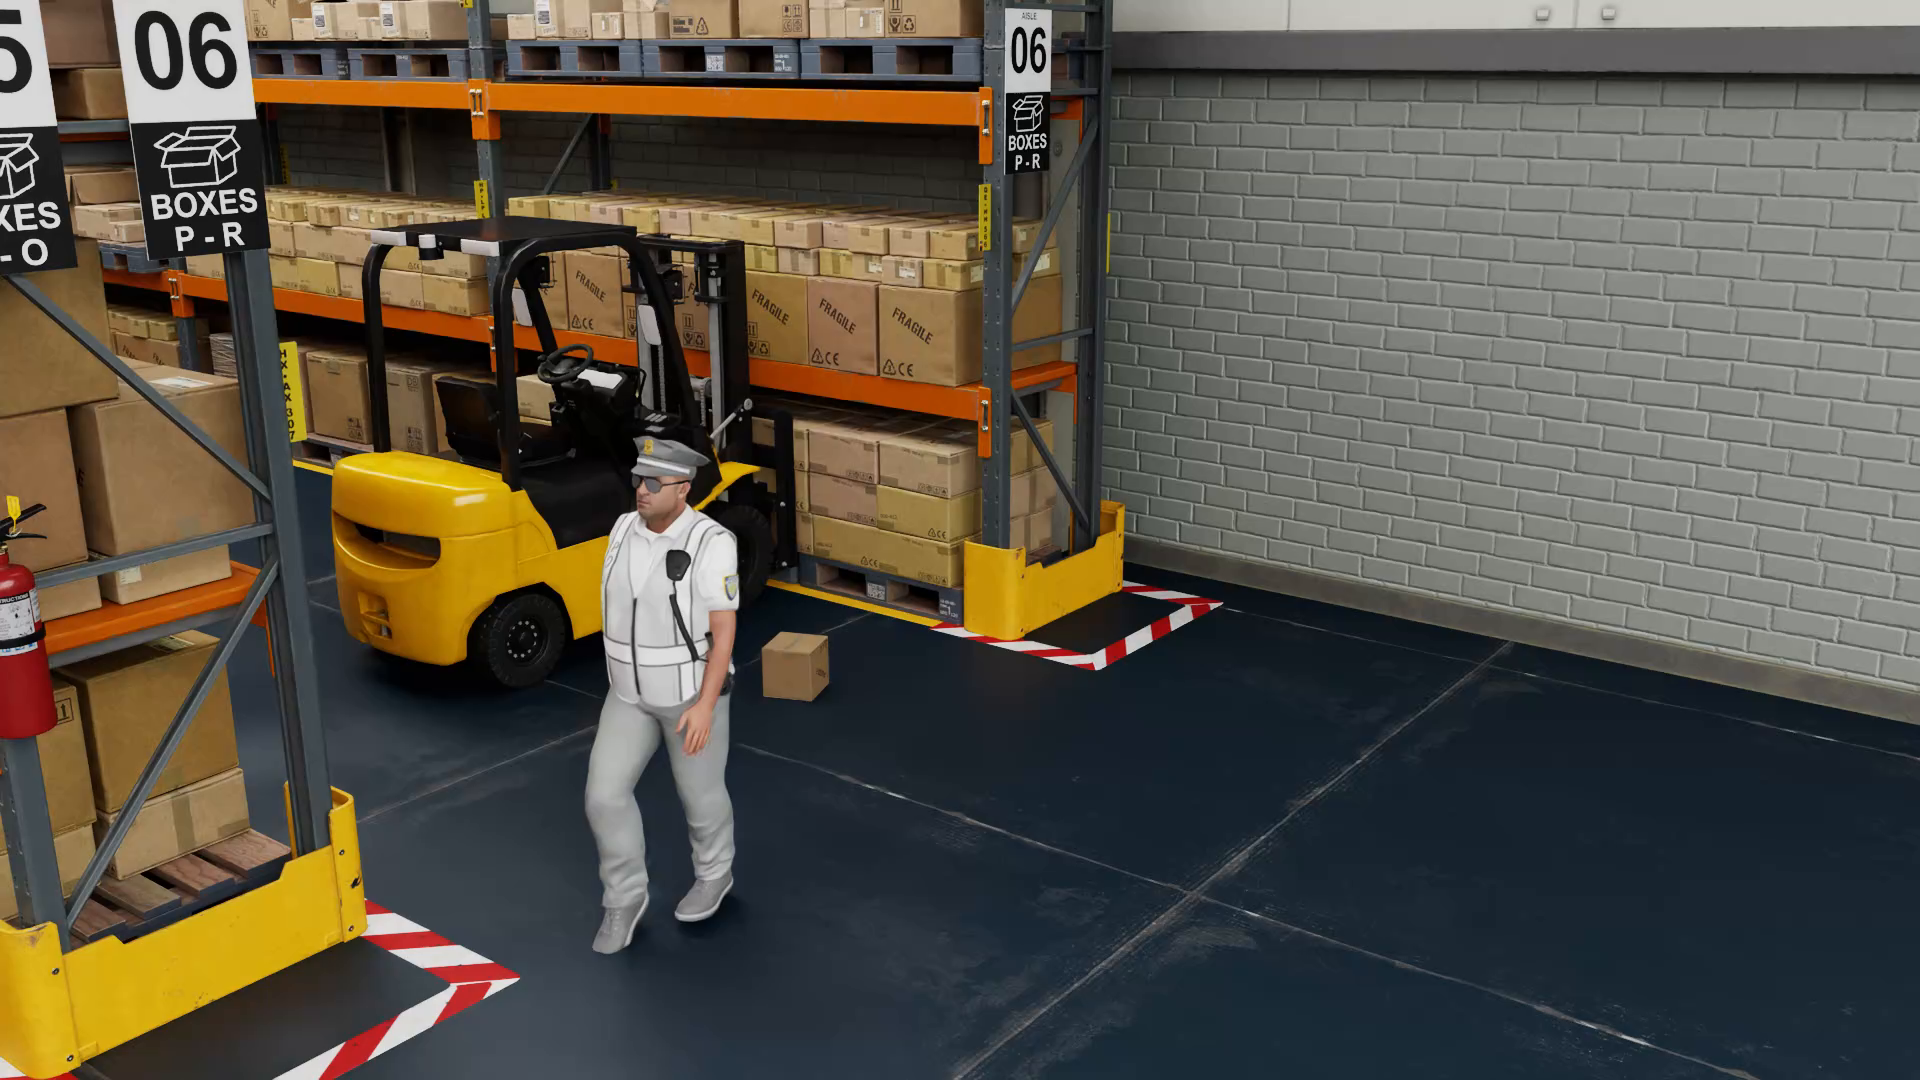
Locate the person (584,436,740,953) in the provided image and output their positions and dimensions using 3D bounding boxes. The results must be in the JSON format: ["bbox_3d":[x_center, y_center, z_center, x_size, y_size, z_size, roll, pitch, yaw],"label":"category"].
[{"bbox_3d":[-1.007,0.553,5.698,0.528,1.858,0.579,6,18,20],"label":"person"}]
